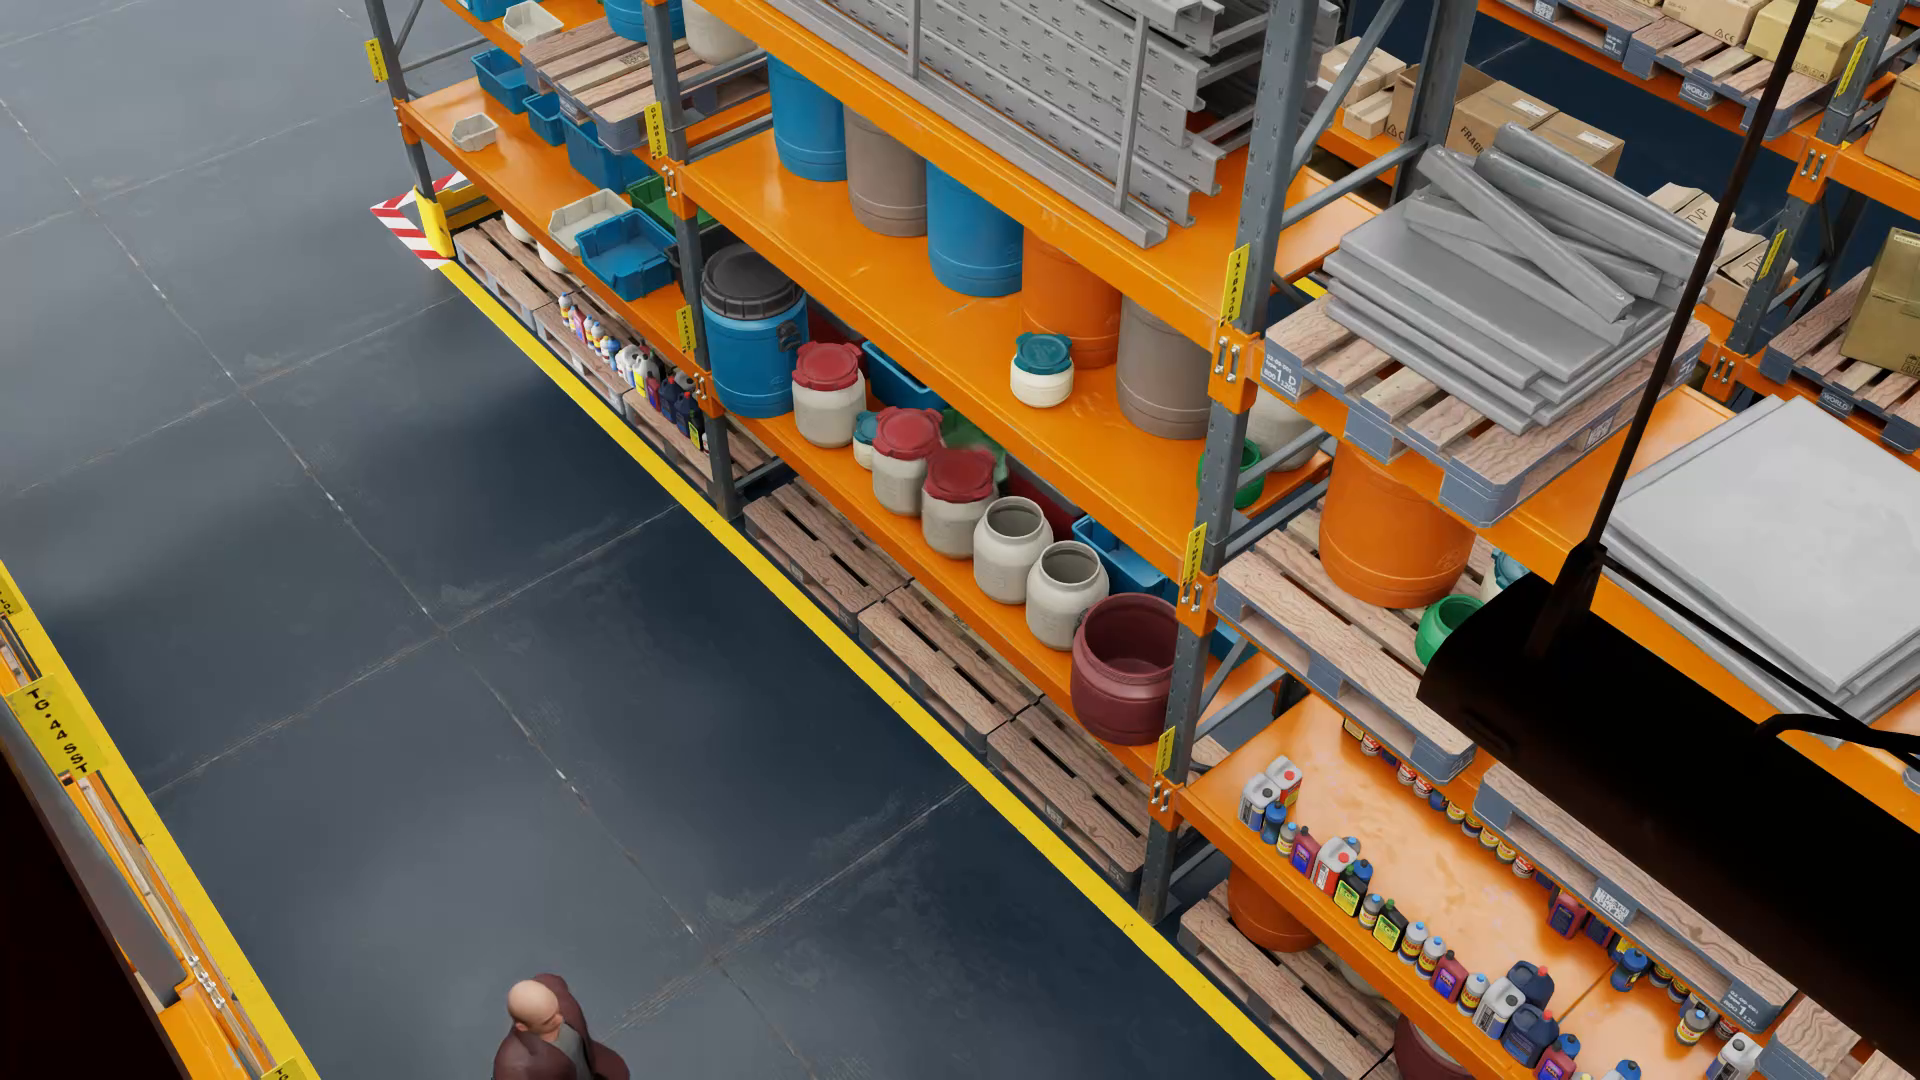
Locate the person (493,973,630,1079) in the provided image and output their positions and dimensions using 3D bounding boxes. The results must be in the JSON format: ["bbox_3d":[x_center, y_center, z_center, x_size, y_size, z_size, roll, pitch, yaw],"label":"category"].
[{"bbox_3d":[-1.753,2.394,7.261,0.568,1.769,0.638,13,48,12],"label":"person"}]
